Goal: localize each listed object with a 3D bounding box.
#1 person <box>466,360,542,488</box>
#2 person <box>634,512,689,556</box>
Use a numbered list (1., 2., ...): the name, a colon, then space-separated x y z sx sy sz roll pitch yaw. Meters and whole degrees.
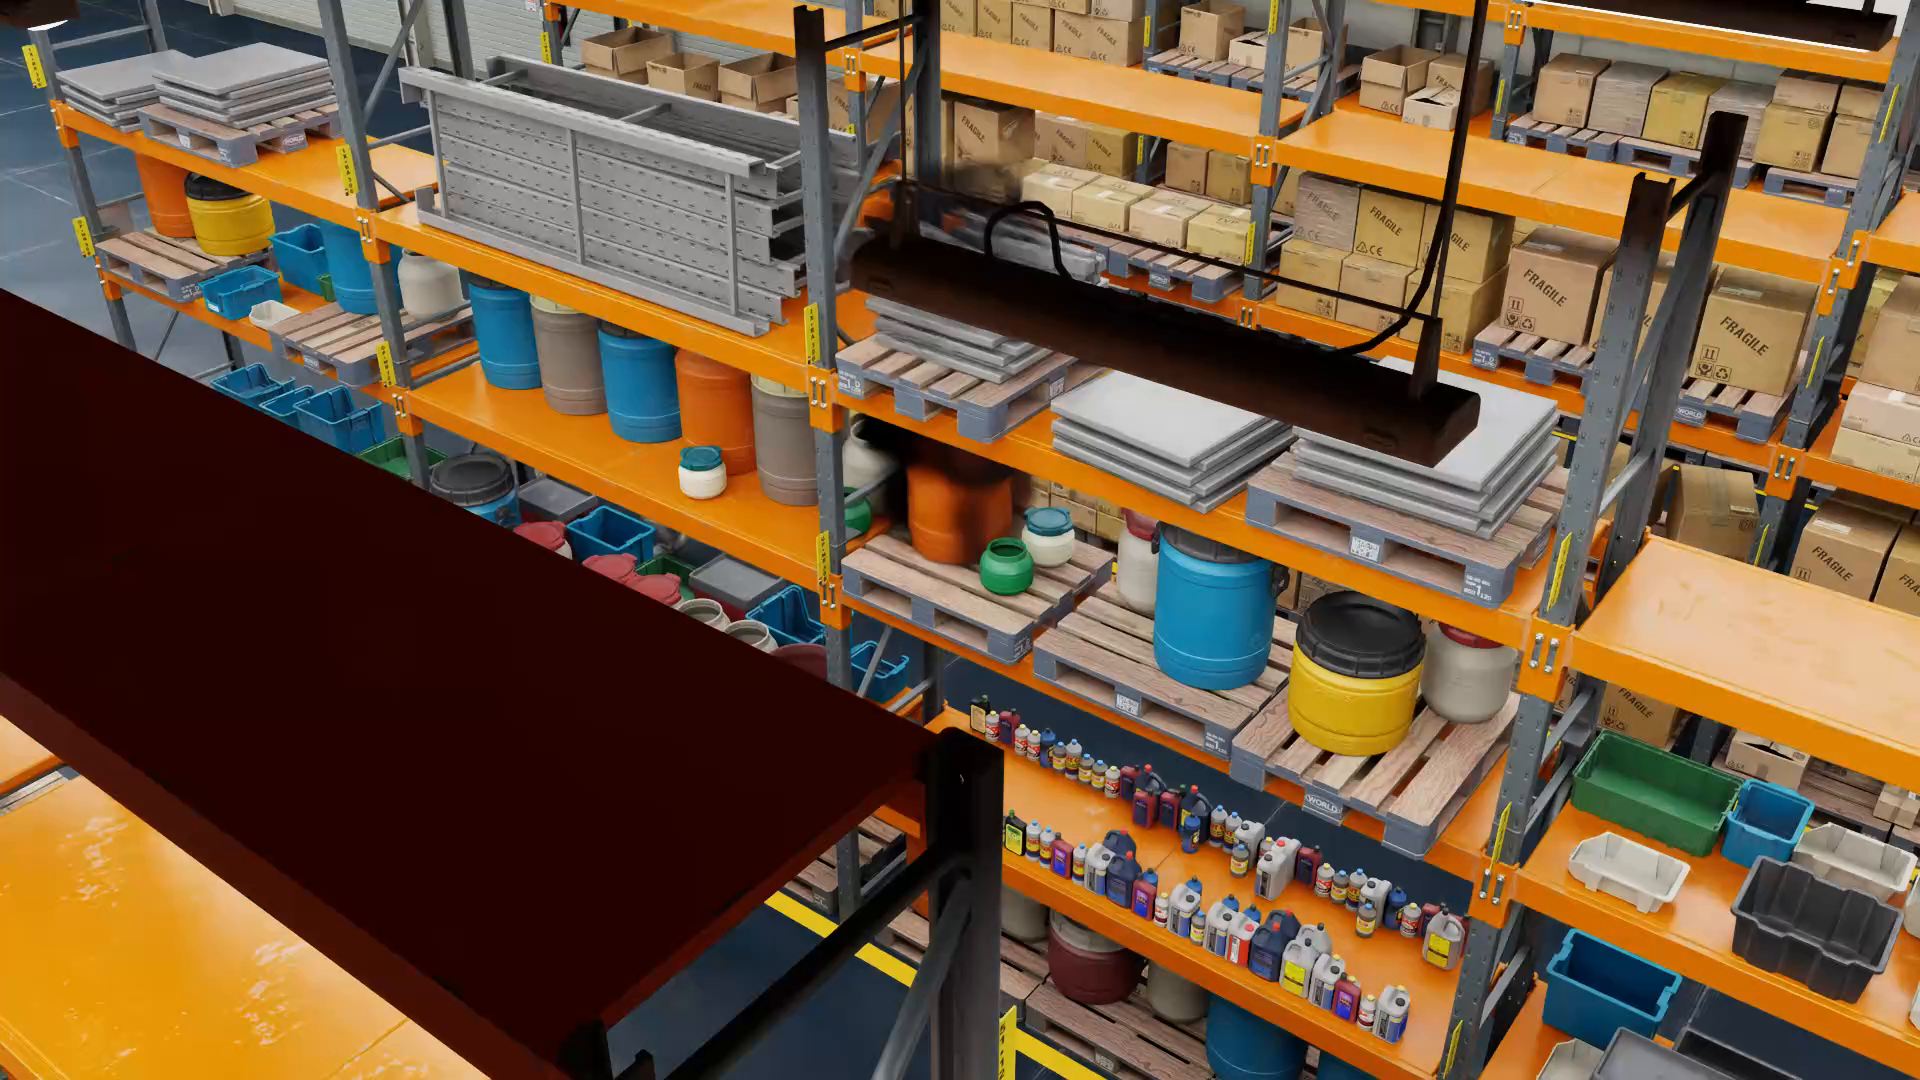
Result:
1. person: -4.237 -1.185 15.524 0.658 1.796 0.460 -20 37 -30
2. person: -2.655 -0.592 14.627 0.590 1.702 0.700 9 33 15
